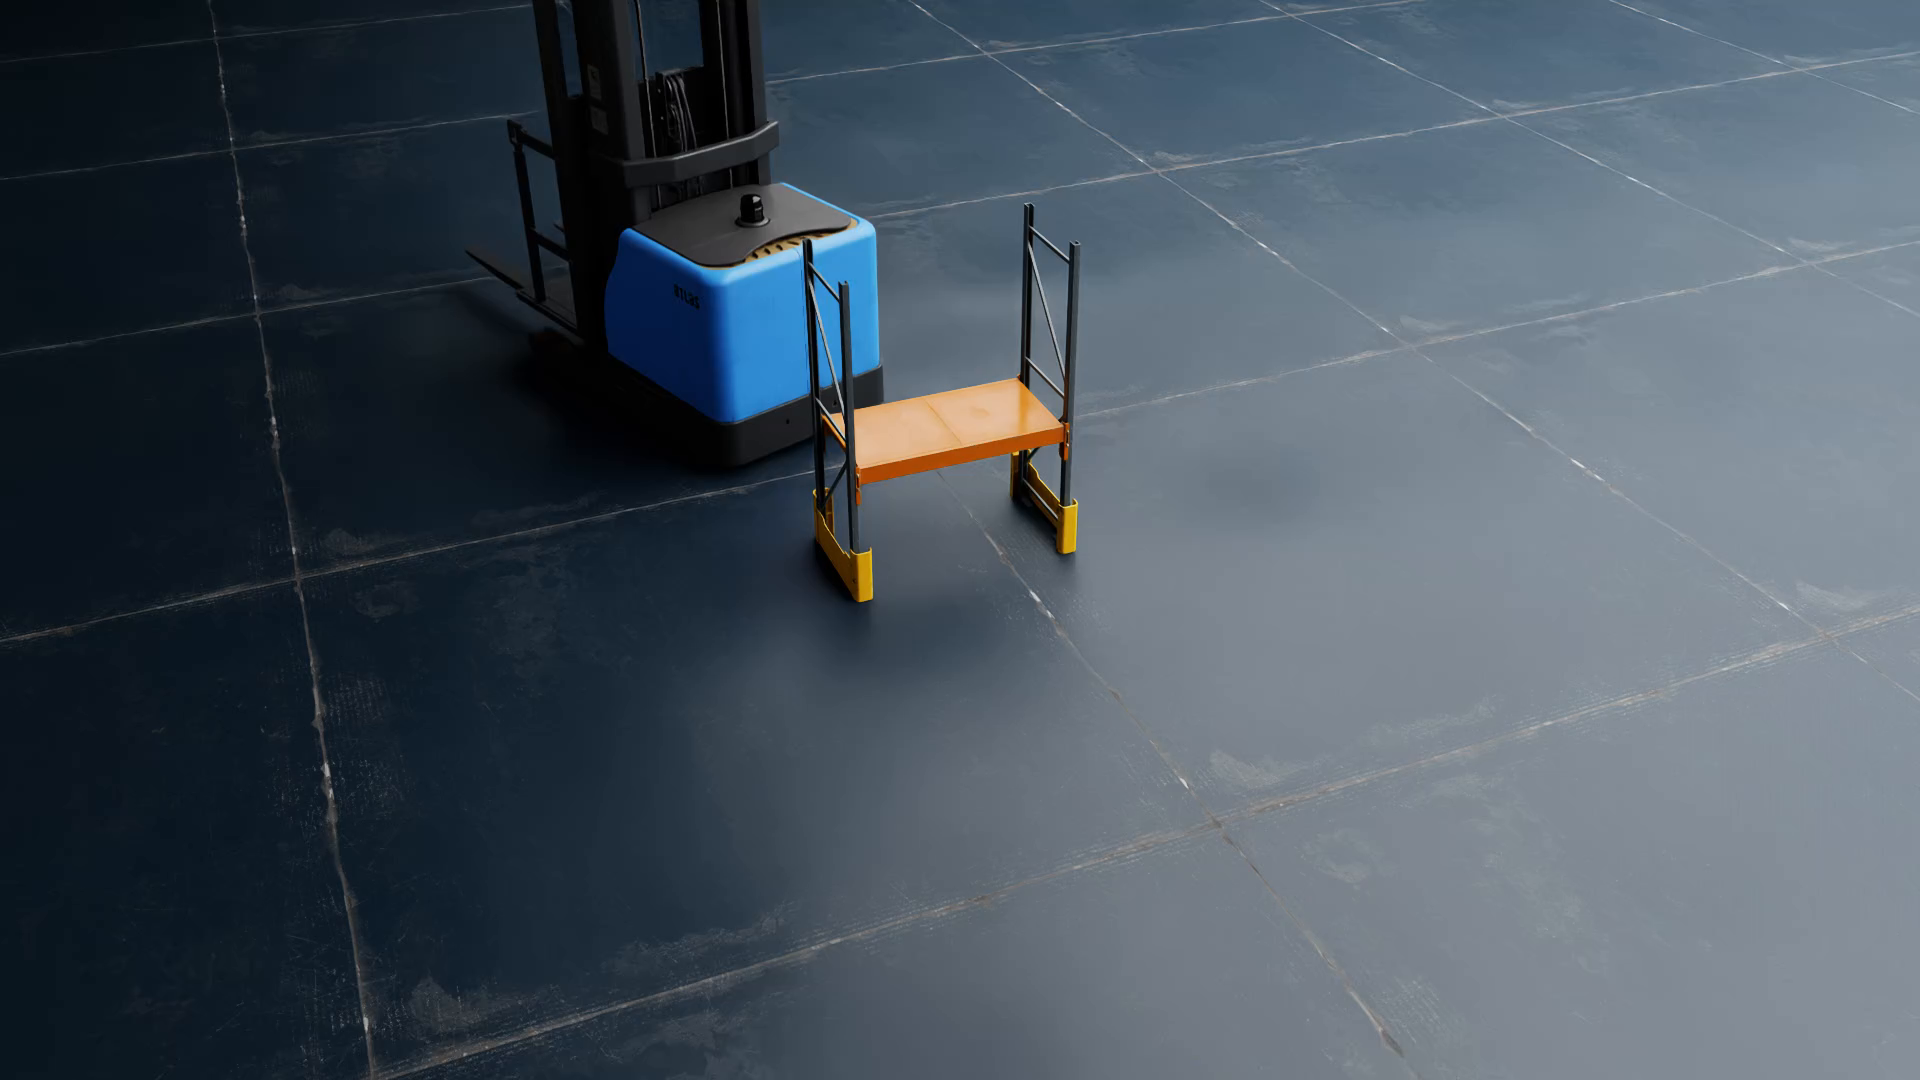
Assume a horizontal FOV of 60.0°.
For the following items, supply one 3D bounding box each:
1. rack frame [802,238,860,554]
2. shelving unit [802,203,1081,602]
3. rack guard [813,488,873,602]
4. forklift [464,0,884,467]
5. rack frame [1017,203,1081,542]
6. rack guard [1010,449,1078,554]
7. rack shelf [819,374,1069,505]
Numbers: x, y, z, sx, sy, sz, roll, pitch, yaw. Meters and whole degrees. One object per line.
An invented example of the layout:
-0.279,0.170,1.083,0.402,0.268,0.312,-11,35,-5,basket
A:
-0.547,-0.503,7.148,0.032,1.500,0.500,-13,35,-19,rack frame
-0.070,-0.613,7.316,1.083,1.500,0.587,-13,35,-19,shelving unit
-0.529,0.016,7.496,0.087,0.250,0.587,-13,35,-19,rack guard
-1.749,-2.312,8.616,1.130,2.935,3.031,-26,41,-34,forklift
0.390,-0.718,7.478,0.032,1.500,0.500,-13,35,-19,rack frame
0.389,-0.194,7.819,0.087,0.250,0.587,-13,35,-19,rack guard
-0.079,-0.460,7.411,1.000,0.185,0.538,-13,35,-19,rack shelf
